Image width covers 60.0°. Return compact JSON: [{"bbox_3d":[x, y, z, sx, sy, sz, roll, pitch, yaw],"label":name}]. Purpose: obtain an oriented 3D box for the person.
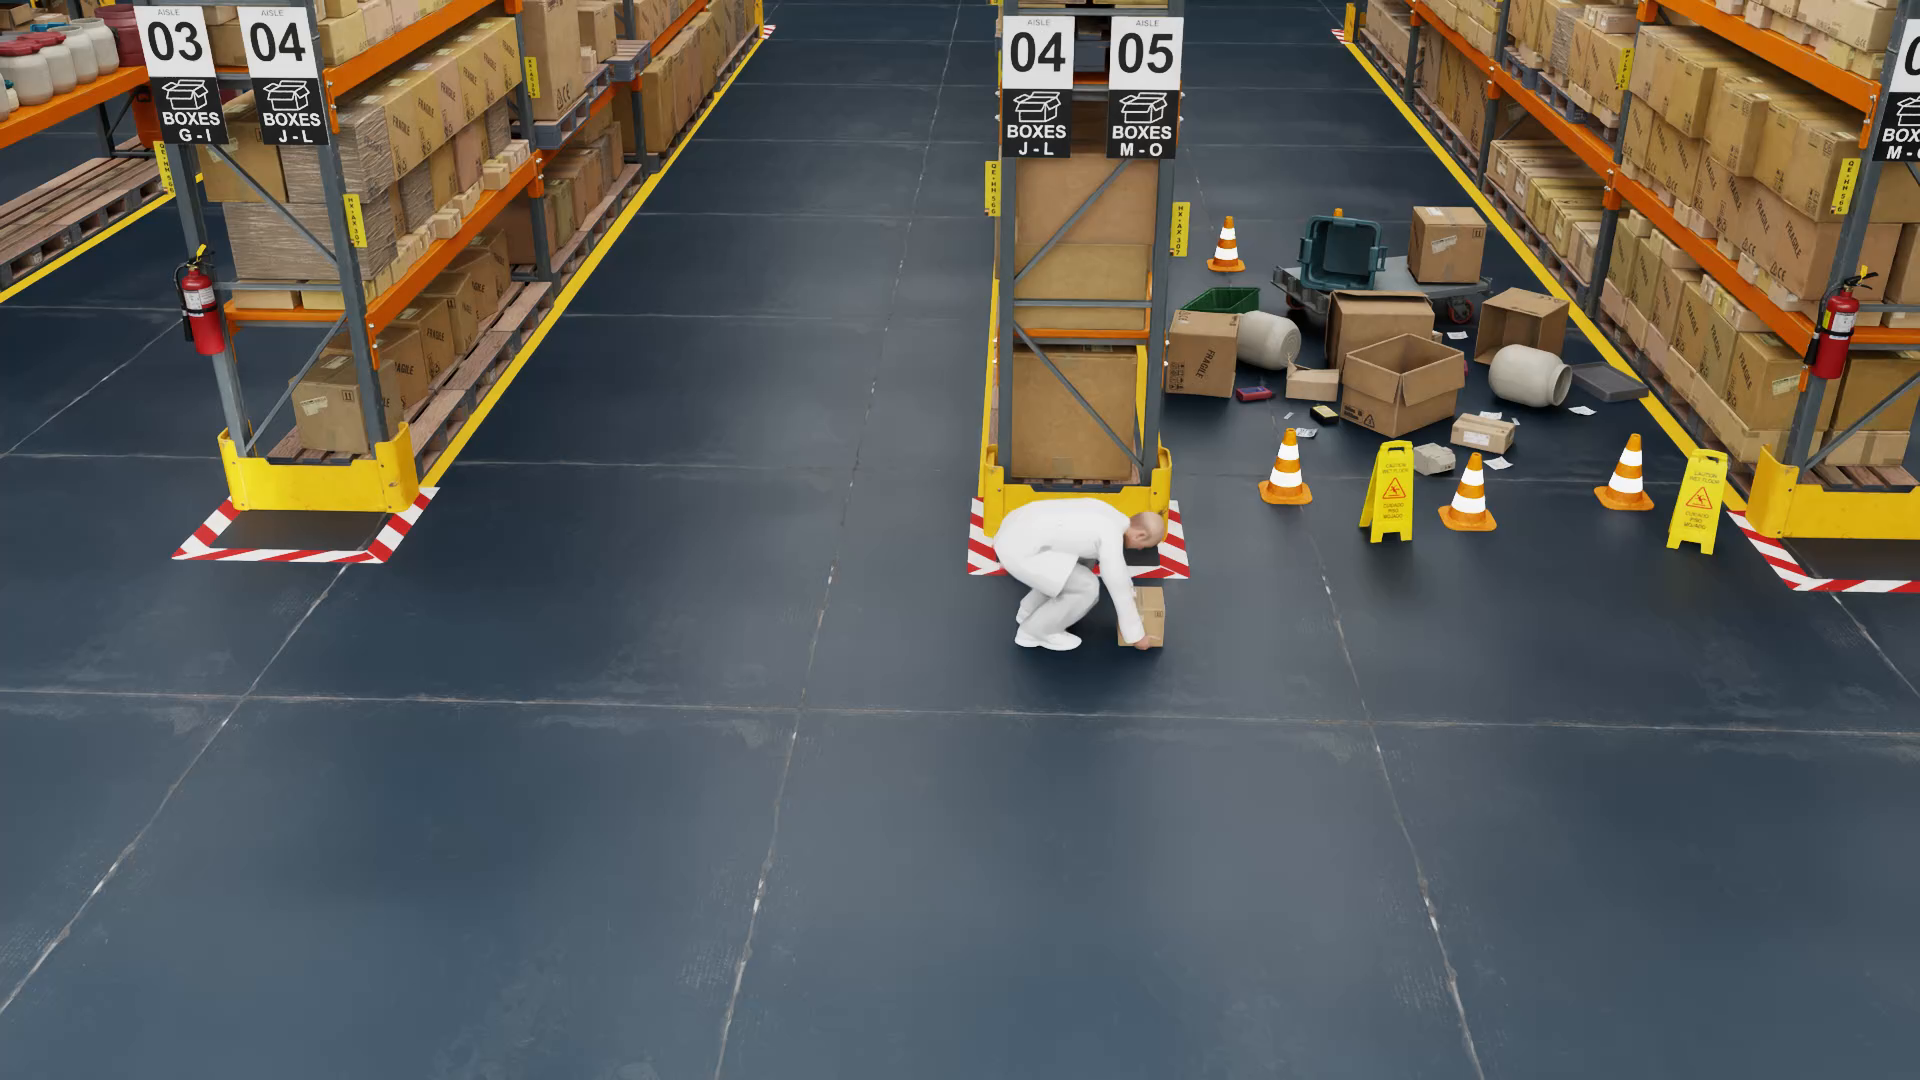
[{"bbox_3d":[0.666,0.179,9.339,0.957,0.848,0.584,0,28,0],"label":"person"}]
